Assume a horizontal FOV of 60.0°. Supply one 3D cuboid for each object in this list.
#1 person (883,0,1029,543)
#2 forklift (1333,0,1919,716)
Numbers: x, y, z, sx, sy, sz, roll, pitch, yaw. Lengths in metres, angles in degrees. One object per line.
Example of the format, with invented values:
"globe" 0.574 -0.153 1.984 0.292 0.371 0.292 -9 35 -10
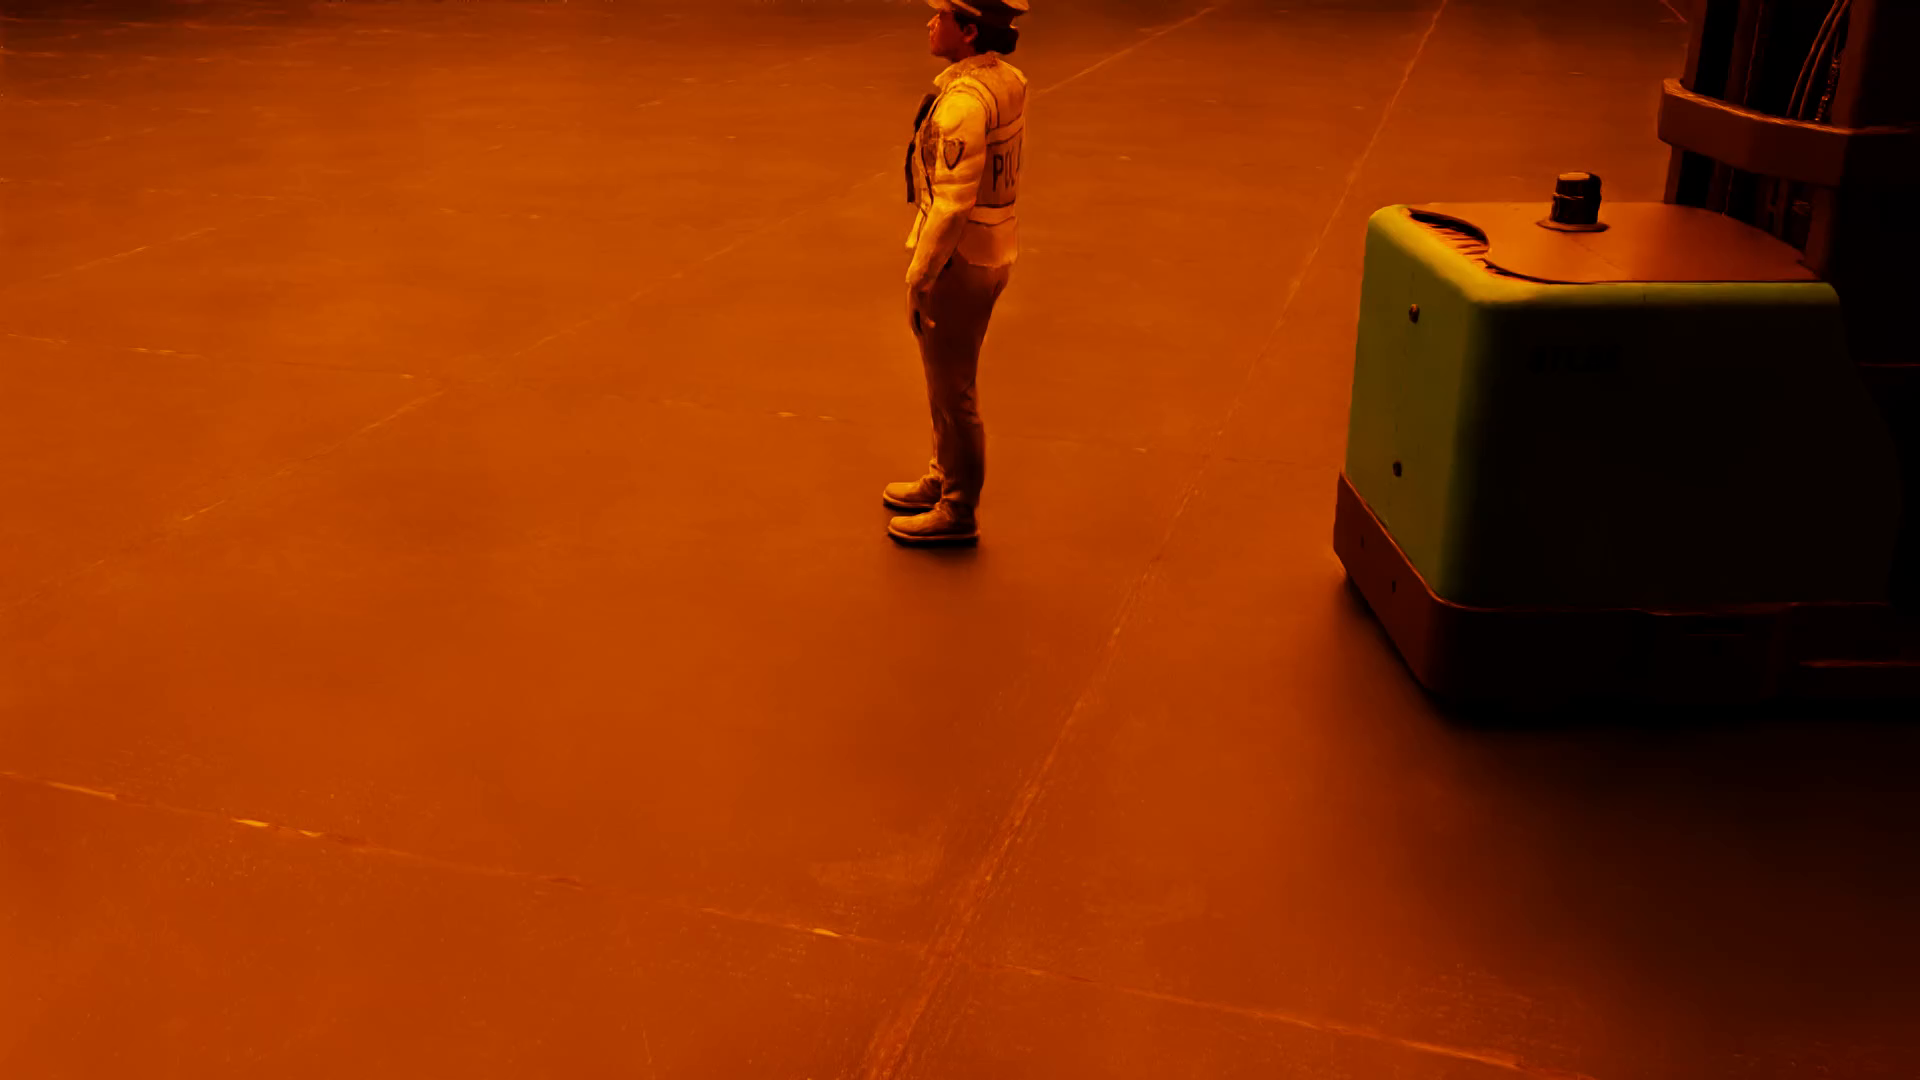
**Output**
"person" -0.063 -0.801 4.819 0.533 1.695 0.586 7 23 16
"forklift" 2.625 -1.126 4.006 3.031 2.935 1.130 -1 22 -2
